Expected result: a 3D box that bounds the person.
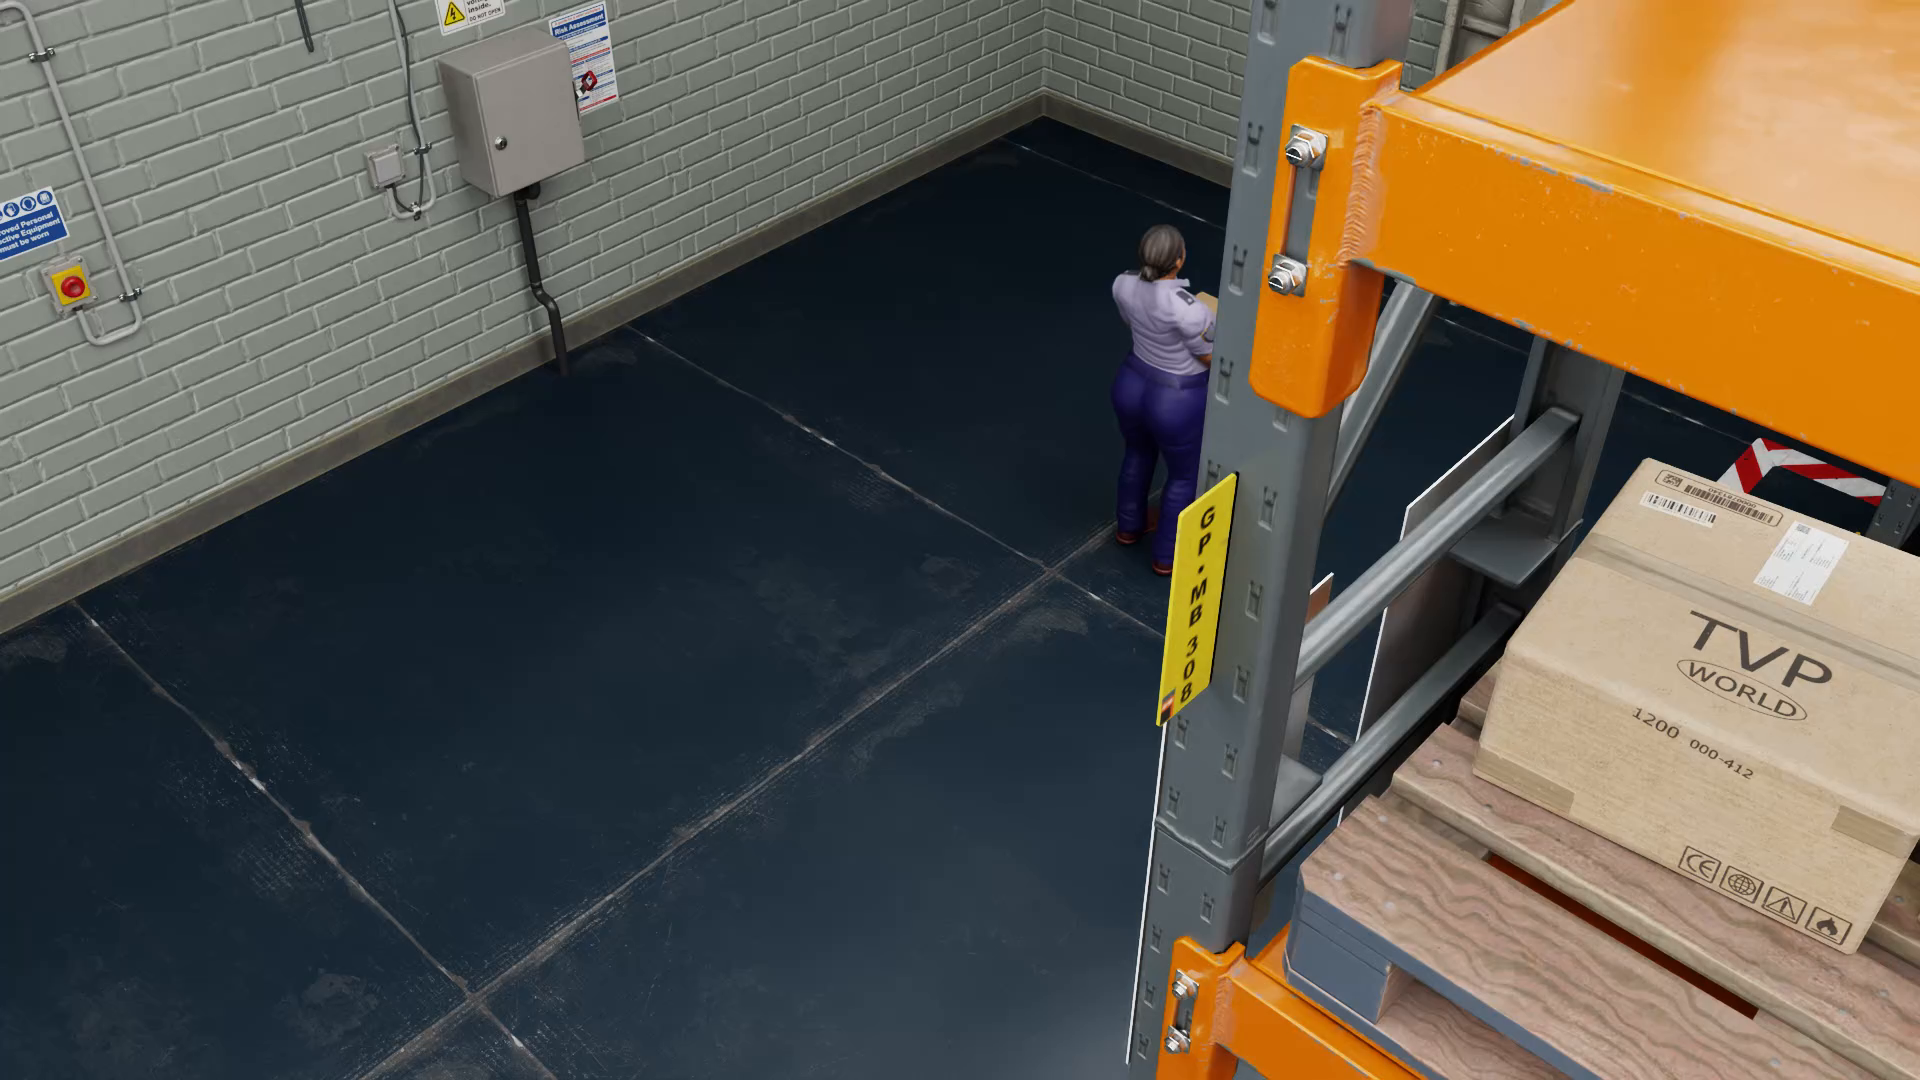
[{"bbox_3d":[0.885,-0.627,6.934,0.452,1.634,0.524,31,49,32],"label":"person"}]
